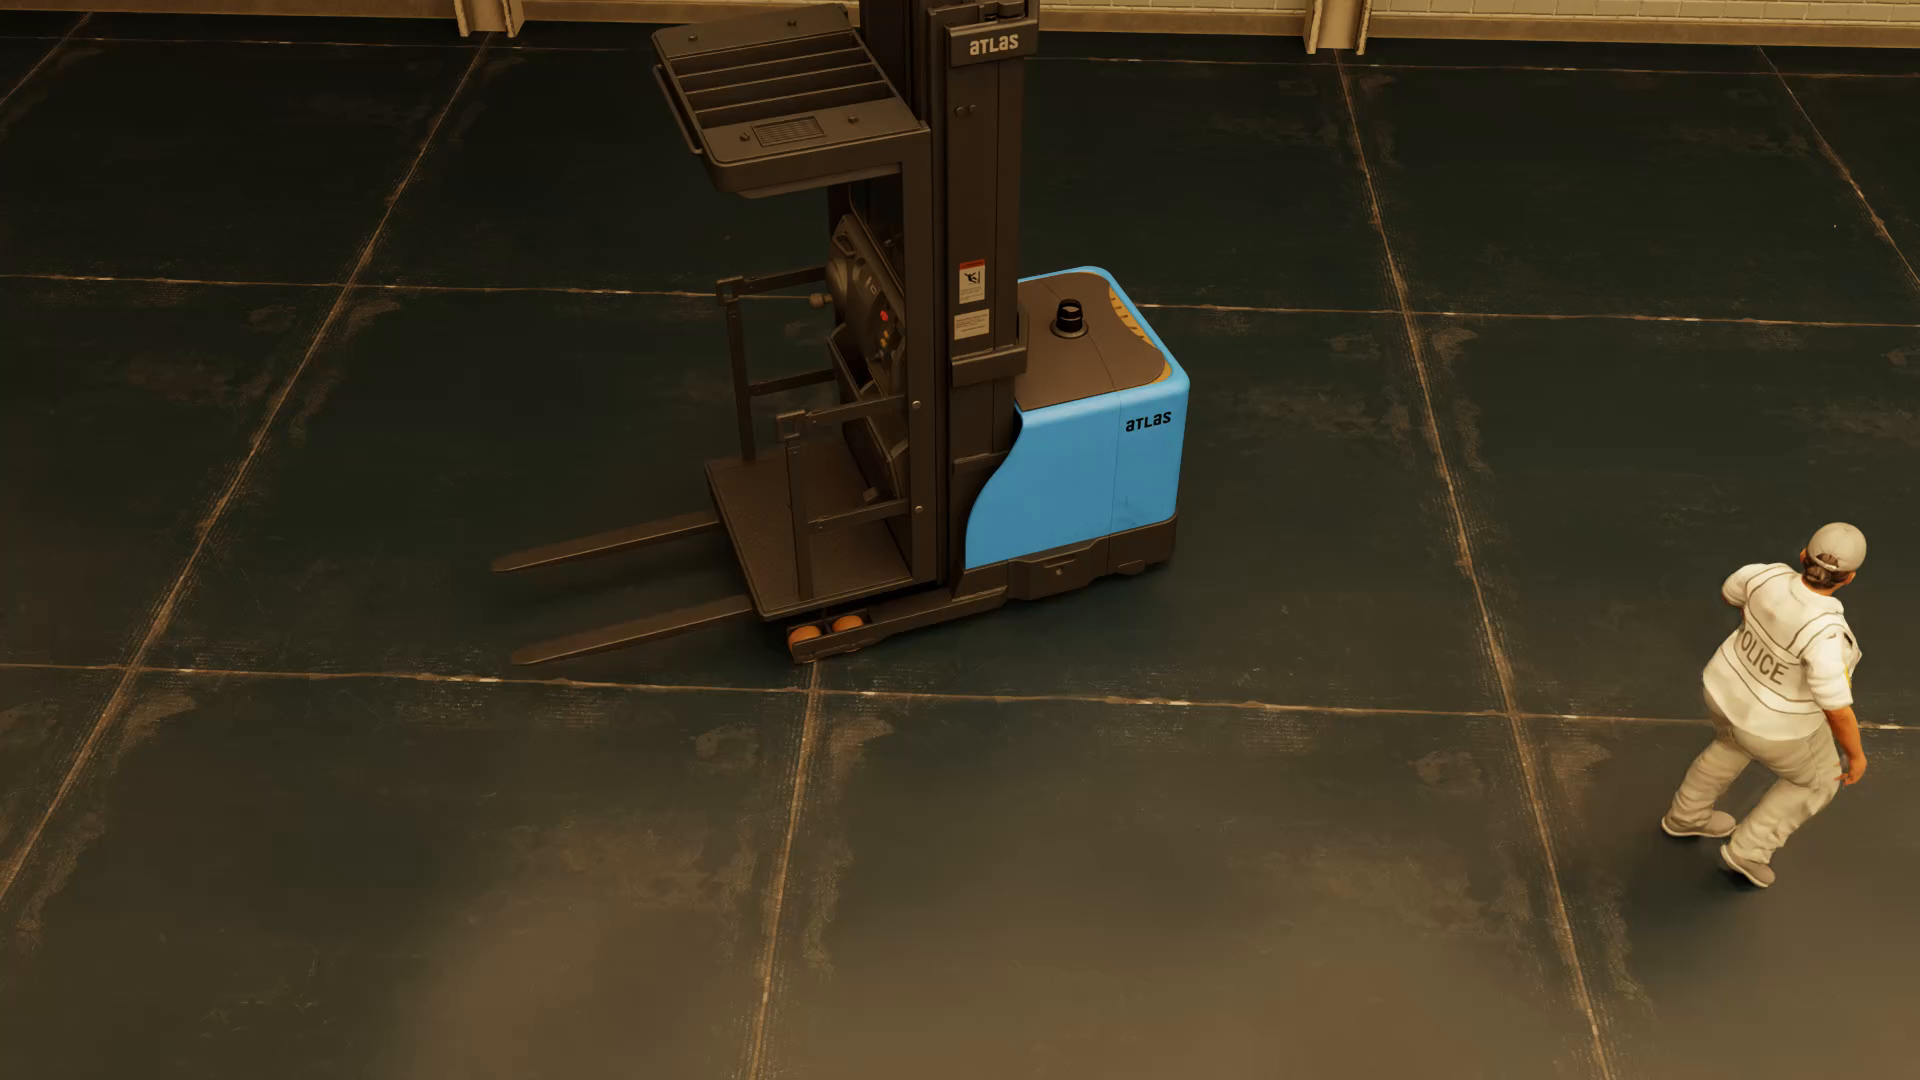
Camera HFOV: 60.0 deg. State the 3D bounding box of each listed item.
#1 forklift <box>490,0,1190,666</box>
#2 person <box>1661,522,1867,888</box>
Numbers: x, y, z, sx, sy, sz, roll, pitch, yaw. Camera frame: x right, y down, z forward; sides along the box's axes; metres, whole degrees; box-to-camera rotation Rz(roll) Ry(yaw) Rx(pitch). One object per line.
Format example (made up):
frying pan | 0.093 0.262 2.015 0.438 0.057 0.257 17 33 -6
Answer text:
forklift | -0.573 -0.945 6.778 3.031 2.935 1.130 -13 44 -14
person | 2.969 0.582 6.097 0.490 1.674 0.796 -8 43 -9
